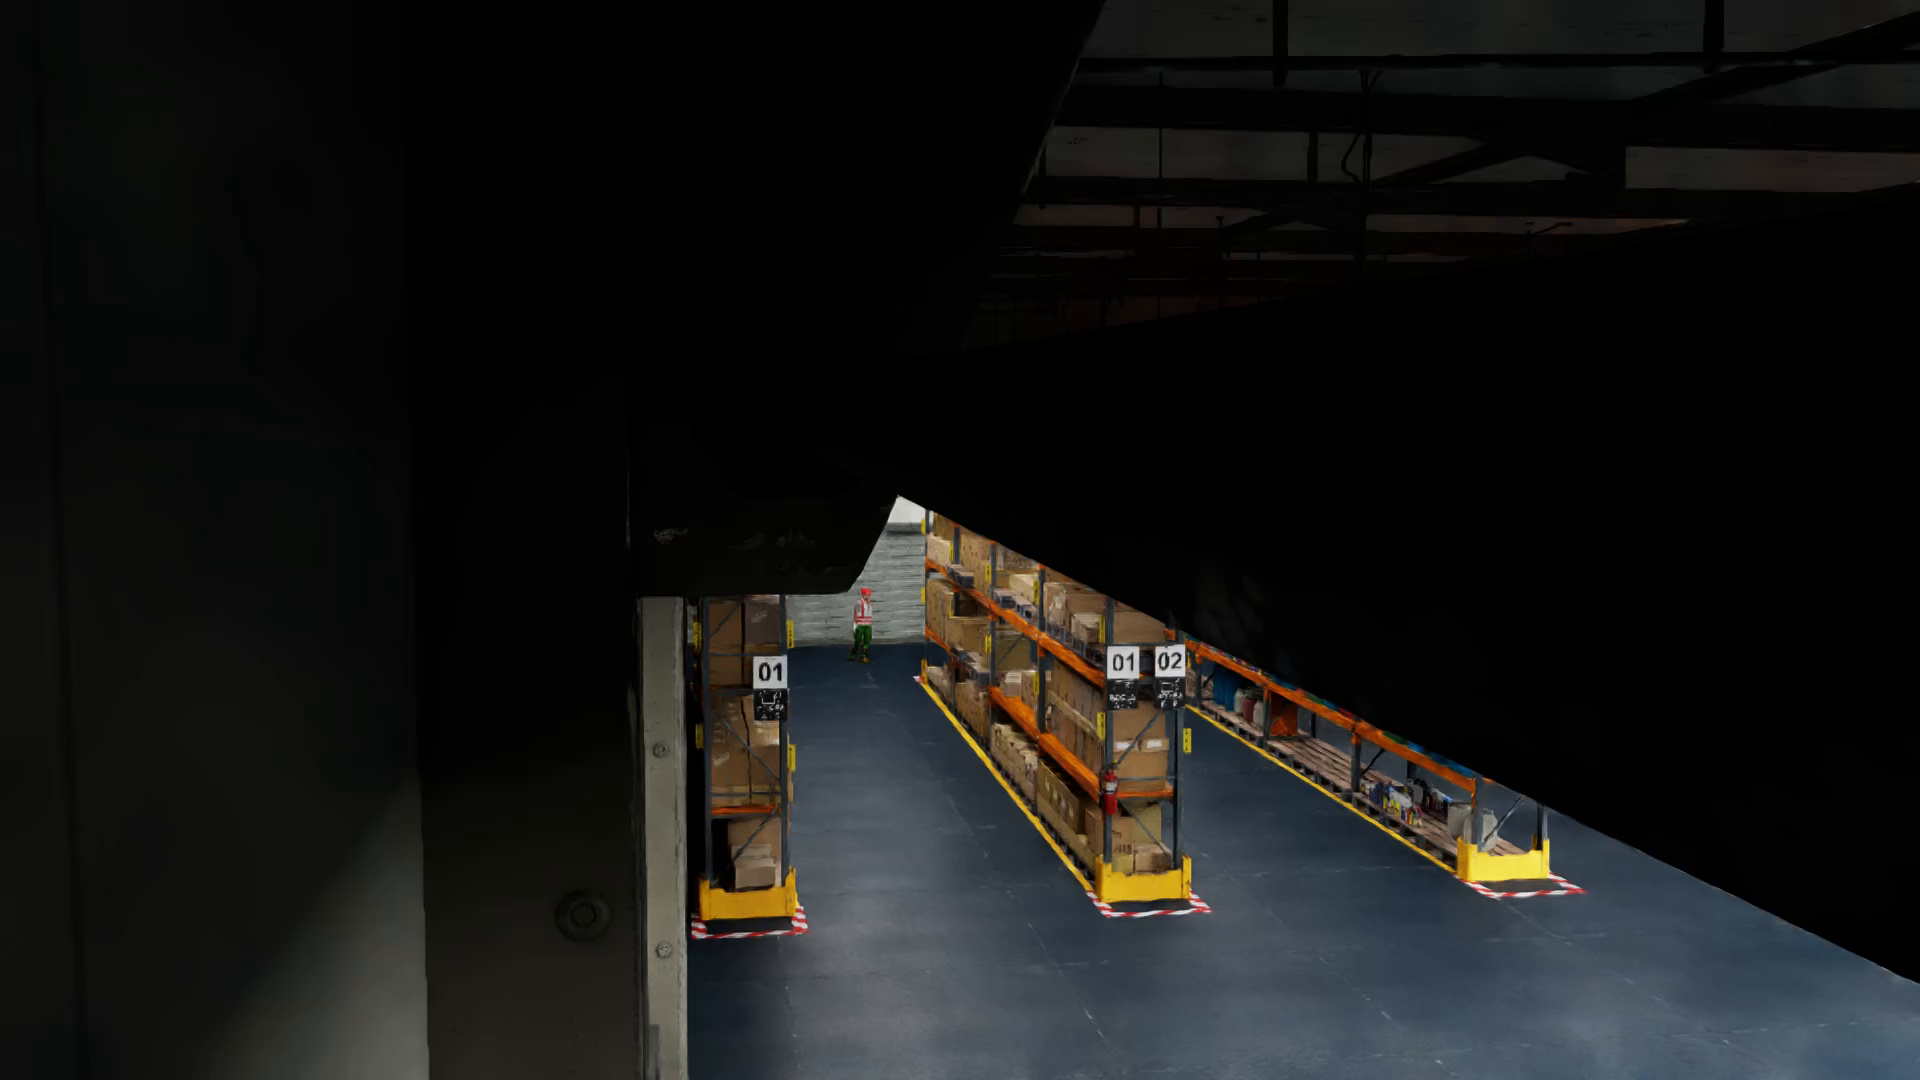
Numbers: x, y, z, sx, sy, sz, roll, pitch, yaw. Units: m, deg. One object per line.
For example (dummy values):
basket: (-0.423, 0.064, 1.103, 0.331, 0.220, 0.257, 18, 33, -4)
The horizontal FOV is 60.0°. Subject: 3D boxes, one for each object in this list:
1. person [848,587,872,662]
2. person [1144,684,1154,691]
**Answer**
person: (-2.340, 1.997, 39.288, 0.583, 1.772, 0.574, -5, 7, -44)
person: (3.958, 2.567, 33.934, 0.424, 1.553, 0.857, 1, 5, 11)
